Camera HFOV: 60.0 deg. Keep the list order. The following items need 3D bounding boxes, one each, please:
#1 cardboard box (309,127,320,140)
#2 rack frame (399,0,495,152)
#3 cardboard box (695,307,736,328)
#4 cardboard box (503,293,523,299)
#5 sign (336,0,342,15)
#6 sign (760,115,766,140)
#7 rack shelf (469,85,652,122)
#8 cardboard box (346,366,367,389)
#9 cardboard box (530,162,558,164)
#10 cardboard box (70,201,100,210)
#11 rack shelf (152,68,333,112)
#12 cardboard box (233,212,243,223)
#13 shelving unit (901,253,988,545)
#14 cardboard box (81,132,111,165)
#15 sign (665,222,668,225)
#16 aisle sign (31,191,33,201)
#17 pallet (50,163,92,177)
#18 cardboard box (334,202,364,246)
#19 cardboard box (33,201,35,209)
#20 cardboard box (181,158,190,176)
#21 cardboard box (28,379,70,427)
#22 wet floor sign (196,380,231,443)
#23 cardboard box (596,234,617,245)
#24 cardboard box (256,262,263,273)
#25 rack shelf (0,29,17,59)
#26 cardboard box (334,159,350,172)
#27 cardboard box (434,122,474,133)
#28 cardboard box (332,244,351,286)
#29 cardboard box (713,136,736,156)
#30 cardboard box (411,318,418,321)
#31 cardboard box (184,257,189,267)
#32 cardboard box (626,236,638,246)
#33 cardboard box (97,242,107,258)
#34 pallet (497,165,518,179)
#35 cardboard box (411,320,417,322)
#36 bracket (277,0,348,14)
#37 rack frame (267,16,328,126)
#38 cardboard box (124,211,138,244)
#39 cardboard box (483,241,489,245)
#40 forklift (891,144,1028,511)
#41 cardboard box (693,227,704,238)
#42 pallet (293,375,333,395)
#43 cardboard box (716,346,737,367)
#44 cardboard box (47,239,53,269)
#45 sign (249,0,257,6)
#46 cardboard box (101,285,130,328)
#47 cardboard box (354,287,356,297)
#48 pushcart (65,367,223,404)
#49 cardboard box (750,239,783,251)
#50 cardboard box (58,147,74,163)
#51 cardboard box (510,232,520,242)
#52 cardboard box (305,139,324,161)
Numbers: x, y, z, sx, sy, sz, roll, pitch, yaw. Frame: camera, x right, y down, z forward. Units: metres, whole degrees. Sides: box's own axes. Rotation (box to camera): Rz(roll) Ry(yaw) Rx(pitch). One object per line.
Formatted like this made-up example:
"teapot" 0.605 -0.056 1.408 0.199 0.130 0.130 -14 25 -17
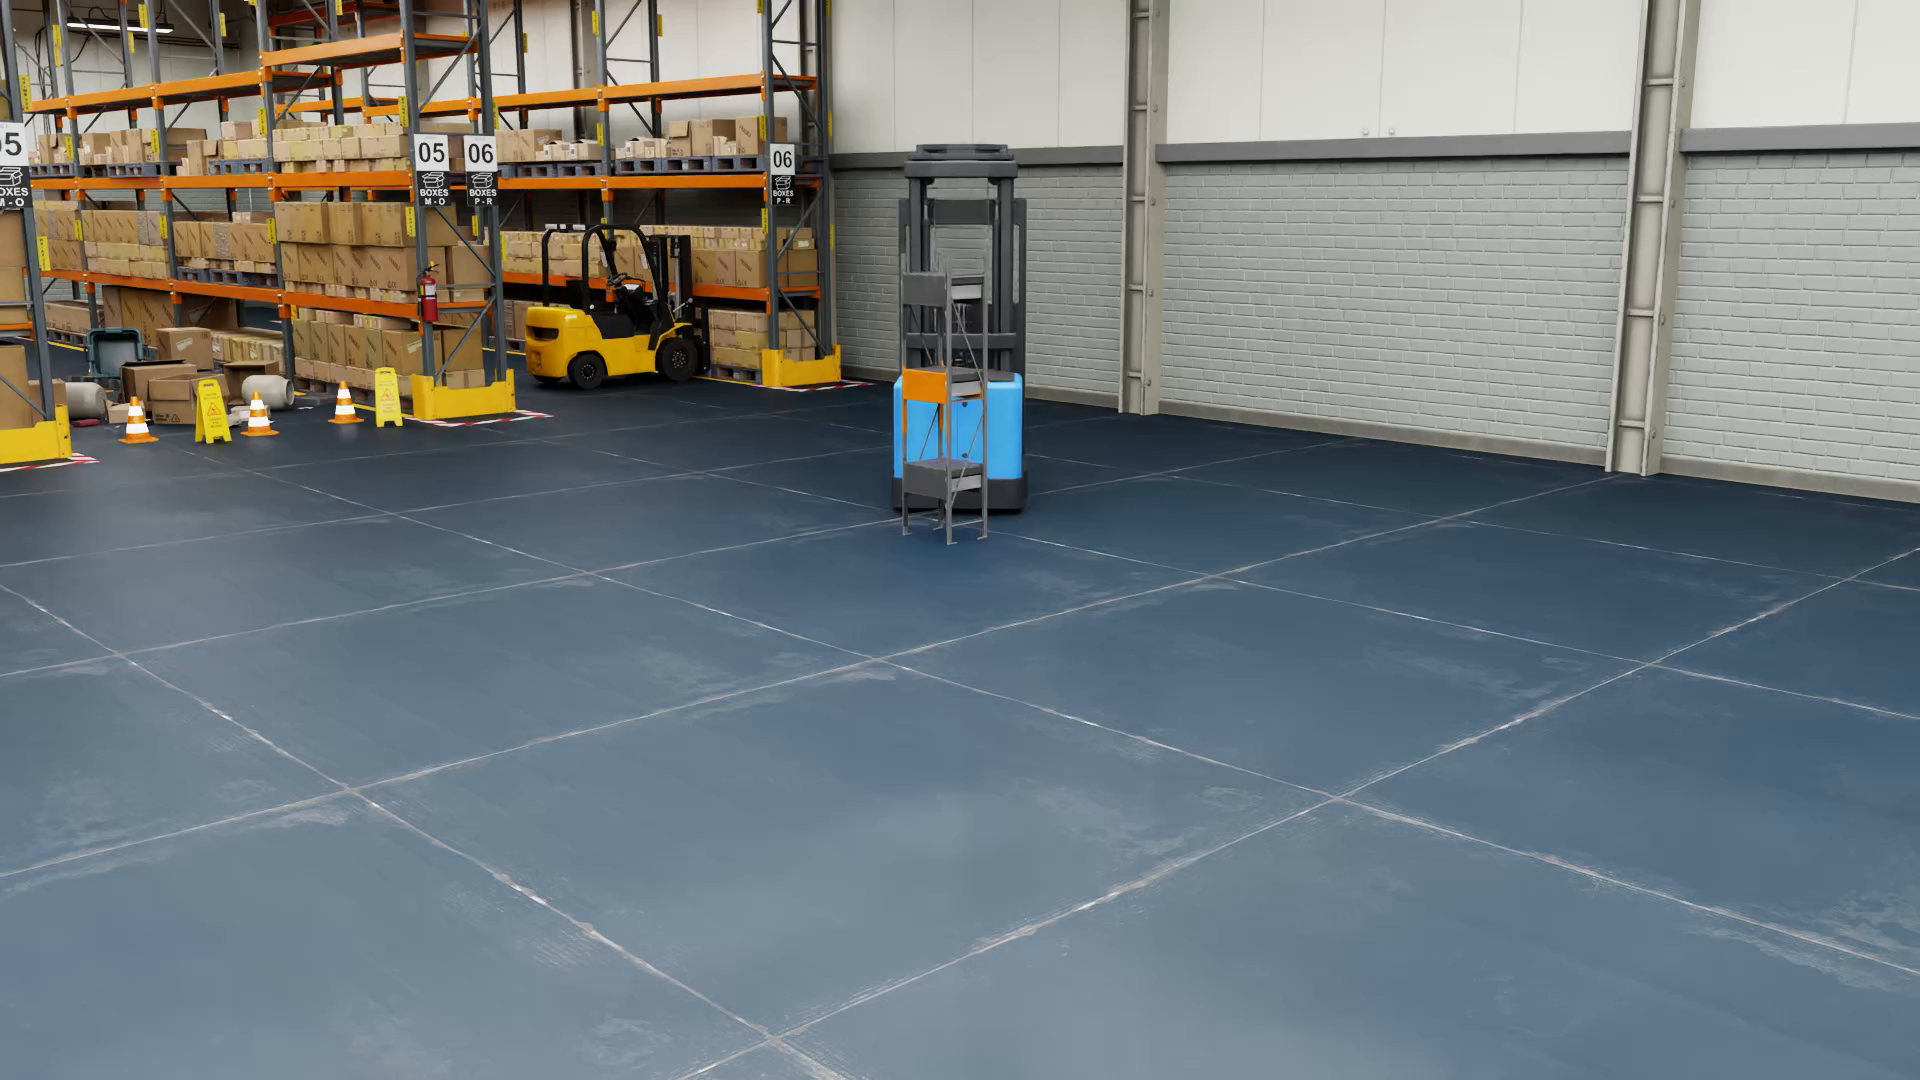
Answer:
"cardboard box" -7.809 -5.023 20.570 0.250 0.149 0.380 11 16 43
"rack frame" -5.774 -5.877 18.636 1.000 3.000 0.127 -11 16 -43
"cardboard box" -3.443 -3.149 23.560 0.500 0.250 0.500 -11 16 -42
"cardboard box" -7.846 -4.217 28.993 0.380 0.149 0.250 -10 15 -40
"sign" -8.131 -7.030 21.722 0.100 0.325 0.005 -11 16 -43
"sign" -2.589 -5.421 21.861 0.100 0.325 0.005 -11 16 -43
"rack shelf" -6.330 -6.897 26.360 1.077 0.370 4.000 -11 16 -43
"cardboard box" -7.244 -2.030 20.607 0.500 0.250 0.500 11 16 43
"cardboard box" -7.026 -6.379 27.589 0.500 0.250 0.500 -11 16 -43
"cardboard box" -14.504 -5.547 27.569 0.380 0.149 0.250 -11 16 -44
"rack shelf" -9.918 -6.204 23.000 1.077 0.370 4.000 -11 16 -43
"cardboard box" -9.710 -4.412 22.759 0.250 0.149 0.380 11 16 43
"shelving unit" -0.114 -1.053 12.317 0.431 2.100 0.503 -11 16 -43
"cardboard box" -13.662 -6.245 26.567 0.500 0.500 0.500 -11 16 -44
"sign" -4.549 -4.755 25.716 0.100 0.325 0.005 -11 16 -43
"aisle sign" -17.083 -6.517 30.168 0.394 0.787 0.004 -11 16 -43
"pallet" -14.619 -6.237 28.035 1.003 0.211 1.213 -11 16 -43
"cardboard box" -7.055 -3.802 19.970 0.700 0.500 0.500 -11 16 -43
"cardboard box" -16.255 -5.922 29.387 0.250 0.149 0.380 11 16 43
"cardboard box" -11.028 -5.403 24.101 0.396 0.266 0.258 -11 16 -43
"cardboard box" -10.233 -1.511 18.502 0.500 0.500 0.500 -8 14 -33
"wet floor sign" -7.832 -1.353 17.378 0.232 0.644 0.267 8 14 35
"cardboard box" -5.345 -4.600 25.452 0.380 0.149 0.250 -10 15 -41
"cardboard box" -9.261 -3.683 22.435 0.250 0.149 0.380 11 16 43
"rack shelf" -10.666 -4.916 16.746 1.077 0.370 4.000 -11 16 -43
"cardboard box" -7.316 -4.516 20.086 0.380 0.149 0.250 -11 16 -43
"cardboard box" -5.872 -4.756 19.274 0.380 0.149 0.250 -11 16 -43
"cardboard box" -7.370 -3.398 20.486 0.500 0.500 0.500 -11 16 -42
"cardboard box" -3.154 -5.405 22.821 0.396 0.266 0.258 -11 16 -42
"cardboard box" -9.586 -4.112 30.090 0.500 0.500 0.500 11 16 43
"cardboard box" -11.209 -4.116 24.536 0.250 0.149 0.380 11 16 42
"cardboard box" -4.739 -4.461 24.774 0.380 0.149 0.250 -10 16 -41
"cardboard box" -13.581 -4.686 26.854 0.500 0.250 0.500 -11 16 -42
"pallet" -7.178 -6.089 27.565 1.213 0.211 1.003 -10 15 -40
"cardboard box" -7.228 -2.552 21.277 0.500 0.500 0.500 -10 15 -40
"bracket" -12.625 -10.698 33.116 0.076 0.066 4.783 -11 16 -43
"rack frame" -13.236 -8.904 33.330 1.000 3.000 0.127 -11 16 -43
"cardboard box" -12.543 -4.831 25.701 0.500 0.500 0.500 -11 16 -43
"cardboard box" -7.600 -4.868 27.737 0.500 0.250 0.500 -11 16 -43
"forklift" 0.031 -1.921 14.472 1.130 2.935 3.031 0 12 2
"cardboard box" -3.540 -4.339 23.444 0.380 0.149 0.250 -10 16 -41
"pallet" -8.047 -2.064 21.905 1.003 0.211 1.213 -11 16 -43
"cardboard box" -3.076 -2.588 23.315 0.500 0.250 0.500 -11 16 -43
"cardboard box" -15.634 -4.995 28.976 0.500 0.500 0.500 -10 15 -41
"sign" -8.934 -6.918 20.980 0.100 0.325 0.005 -11 16 -43
"cardboard box" -13.575 -3.776 27.529 0.875 0.875 0.875 -10 15 -41
"cardboard box" -7.229 -3.066 20.483 0.380 0.149 0.250 -11 16 -43
"pushcart" -10.151 -1.913 20.762 0.936 0.377 1.648 6 13 26
"cardboard box" -2.629 -4.009 22.582 0.380 0.149 0.250 -11 16 -42
"cardboard box" -14.734 -6.397 27.637 0.396 0.266 0.258 -10 15 -41
"cardboard box" -7.133 -4.969 27.239 0.380 0.149 0.250 -11 16 -42
"cardboard box" -7.731 -4.813 20.538 0.500 0.250 0.500 -11 16 -42
